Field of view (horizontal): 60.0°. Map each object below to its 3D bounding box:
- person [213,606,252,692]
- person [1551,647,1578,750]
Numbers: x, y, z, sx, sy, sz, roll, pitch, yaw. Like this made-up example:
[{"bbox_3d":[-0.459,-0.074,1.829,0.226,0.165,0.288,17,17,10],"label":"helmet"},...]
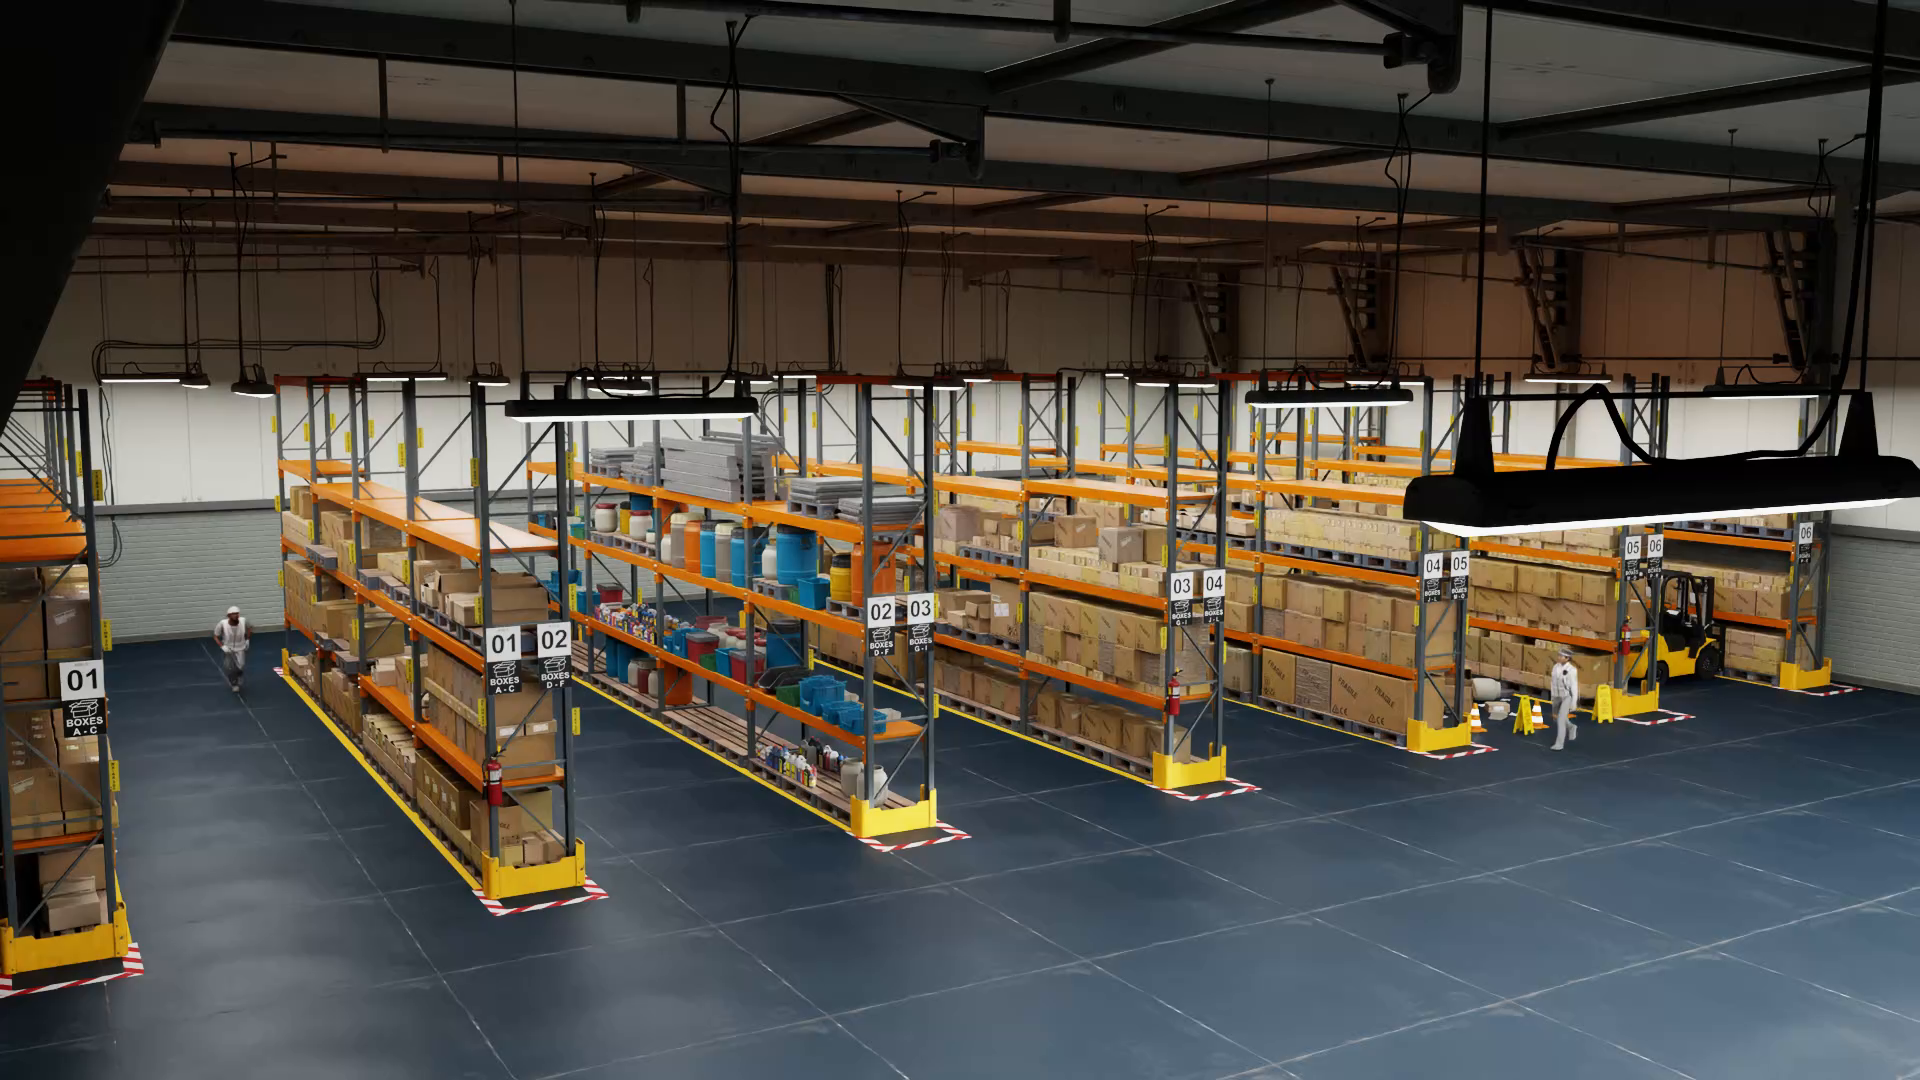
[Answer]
[{"bbox_3d":[-13.743,2.064,31.432,0.648,1.678,0.640,-2,7,-21],"label":"person"},{"bbox_3d":[9.848,2.543,27.007,0.776,1.654,0.506,-4,7,-33],"label":"person"}]
